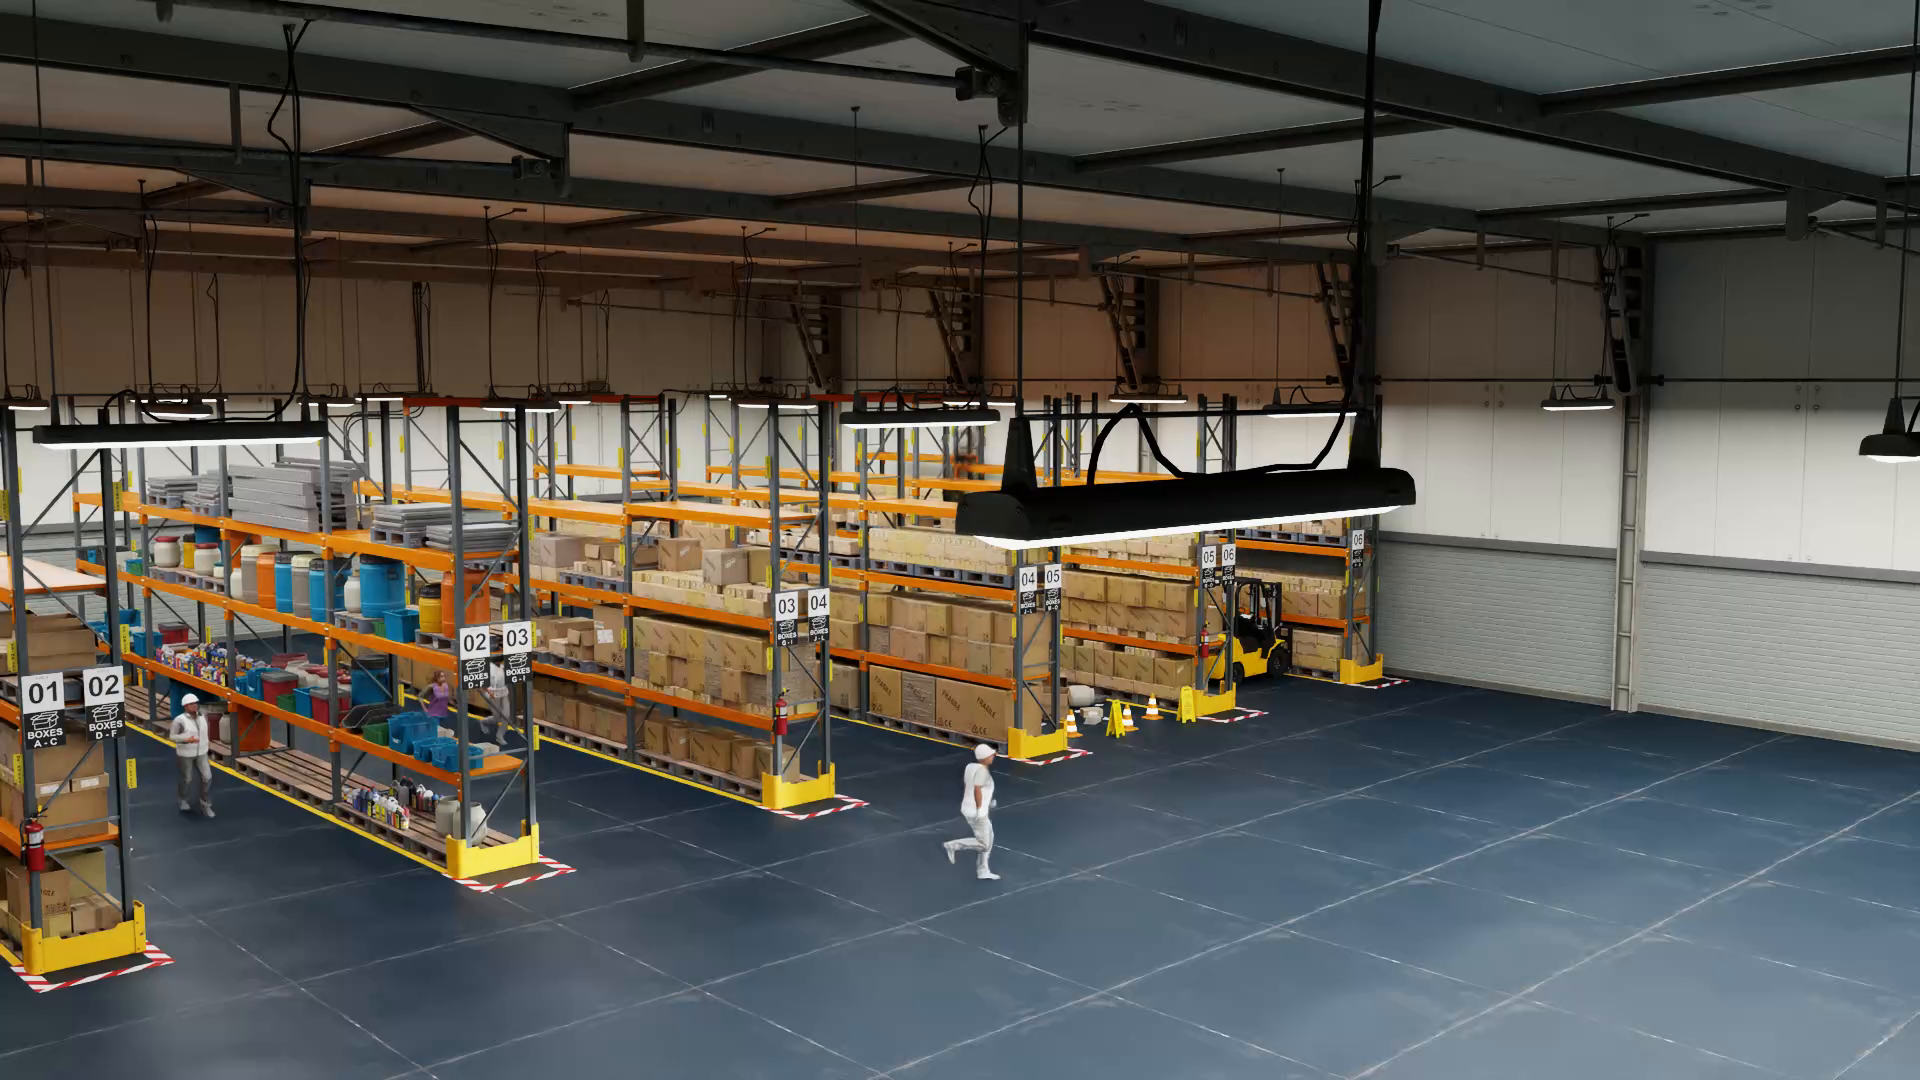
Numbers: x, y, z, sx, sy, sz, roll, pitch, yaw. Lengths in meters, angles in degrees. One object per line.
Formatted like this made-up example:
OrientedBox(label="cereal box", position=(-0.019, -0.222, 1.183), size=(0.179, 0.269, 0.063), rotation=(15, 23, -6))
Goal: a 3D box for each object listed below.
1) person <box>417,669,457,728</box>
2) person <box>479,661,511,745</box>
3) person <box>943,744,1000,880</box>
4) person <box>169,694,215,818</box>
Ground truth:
OrientedBox(label="person", position=(-8.581, 2.932, 27.241), size=(0.835, 1.604, 0.475), rotation=(3, 6, 26))
OrientedBox(label="person", position=(-8.109, 2.731, 28.972), size=(0.618, 1.679, 0.537), rotation=(4, 7, 37))
OrientedBox(label="person", position=(0.141, 3.456, 21.043), size=(0.734, 1.744, 0.712), rotation=(-1, 6, -12))
OrientedBox(label="person", position=(-11.144, 3.130, 24.105), size=(0.777, 1.830, 0.637), rotation=(5, 7, 41))
